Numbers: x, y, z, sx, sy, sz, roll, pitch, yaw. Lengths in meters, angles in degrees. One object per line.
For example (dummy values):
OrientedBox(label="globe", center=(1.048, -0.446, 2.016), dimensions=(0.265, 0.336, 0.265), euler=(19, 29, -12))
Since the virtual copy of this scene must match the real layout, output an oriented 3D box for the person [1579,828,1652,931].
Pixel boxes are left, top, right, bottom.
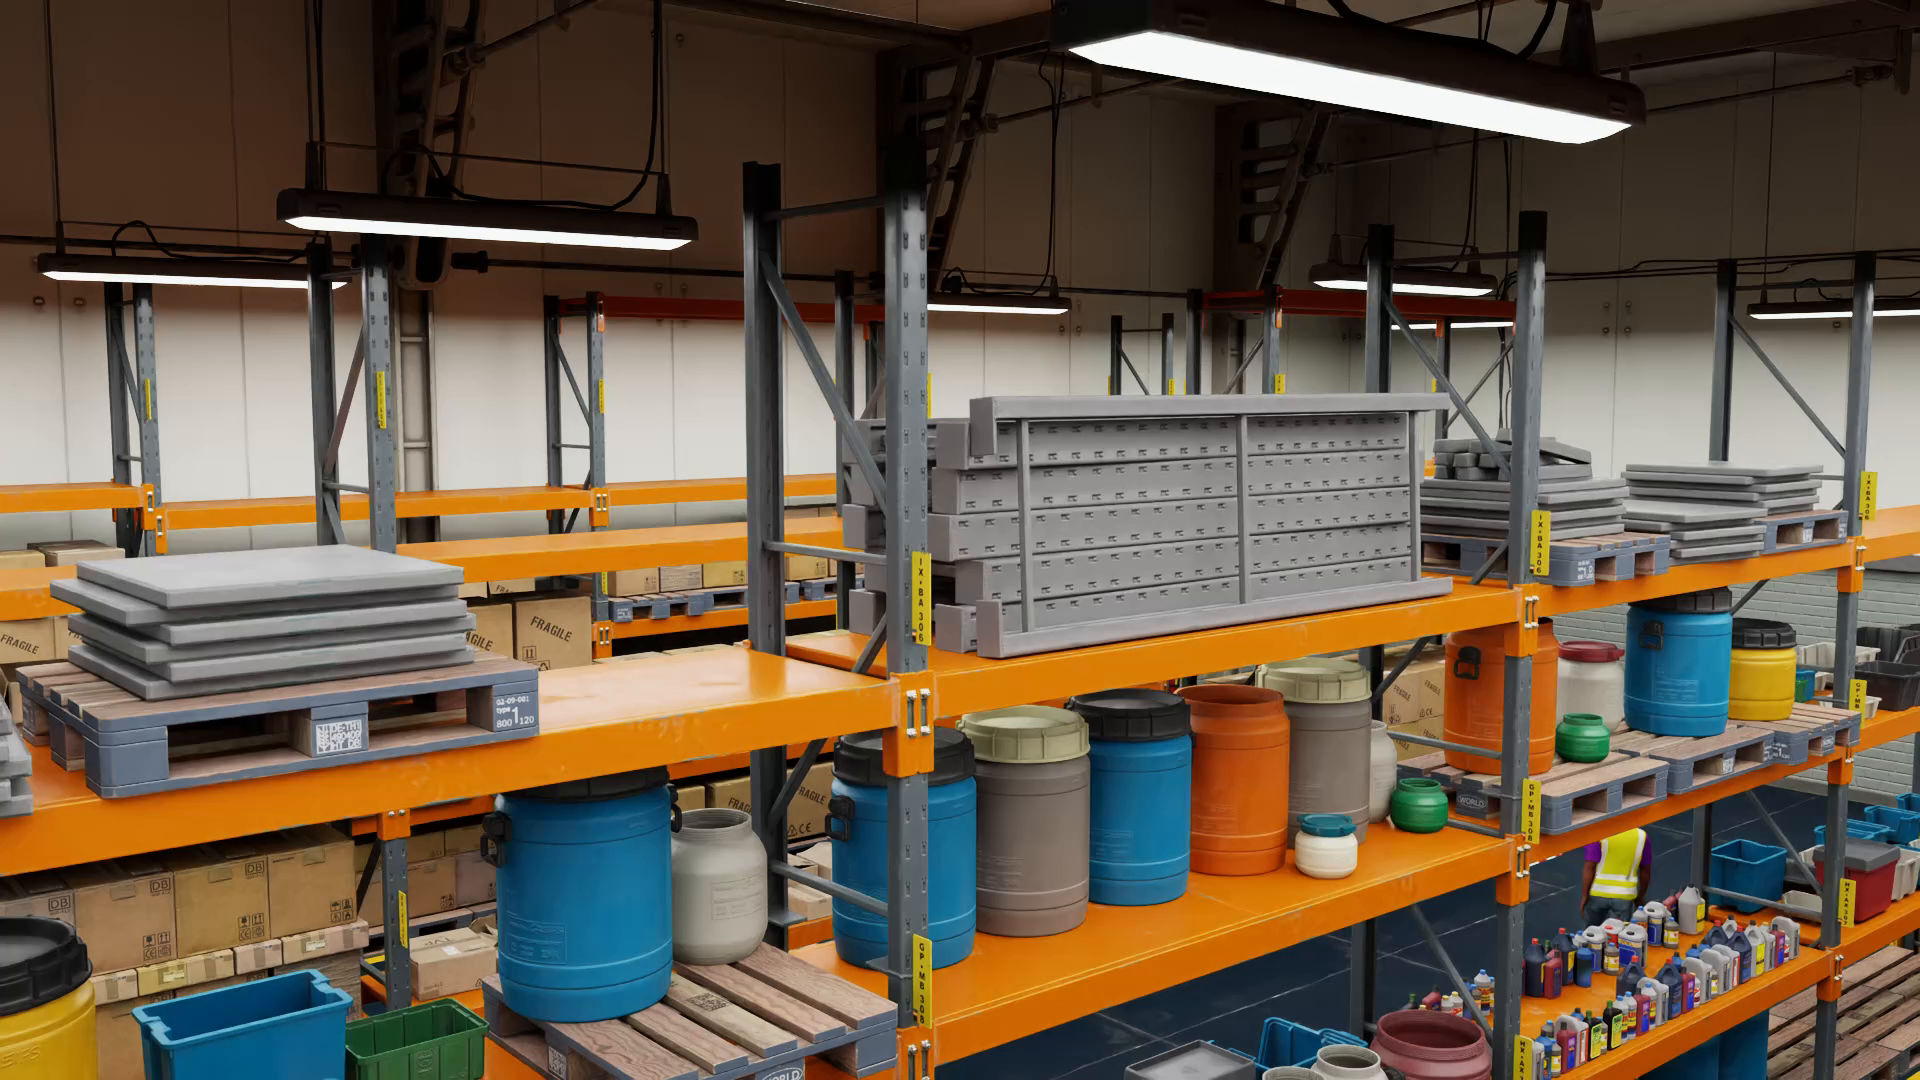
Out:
OrientedBox(label="person", center=(5.419, 2.979, 13.762), dimensions=(0.552, 1.790, 0.557), euler=(2, 6, 20))
